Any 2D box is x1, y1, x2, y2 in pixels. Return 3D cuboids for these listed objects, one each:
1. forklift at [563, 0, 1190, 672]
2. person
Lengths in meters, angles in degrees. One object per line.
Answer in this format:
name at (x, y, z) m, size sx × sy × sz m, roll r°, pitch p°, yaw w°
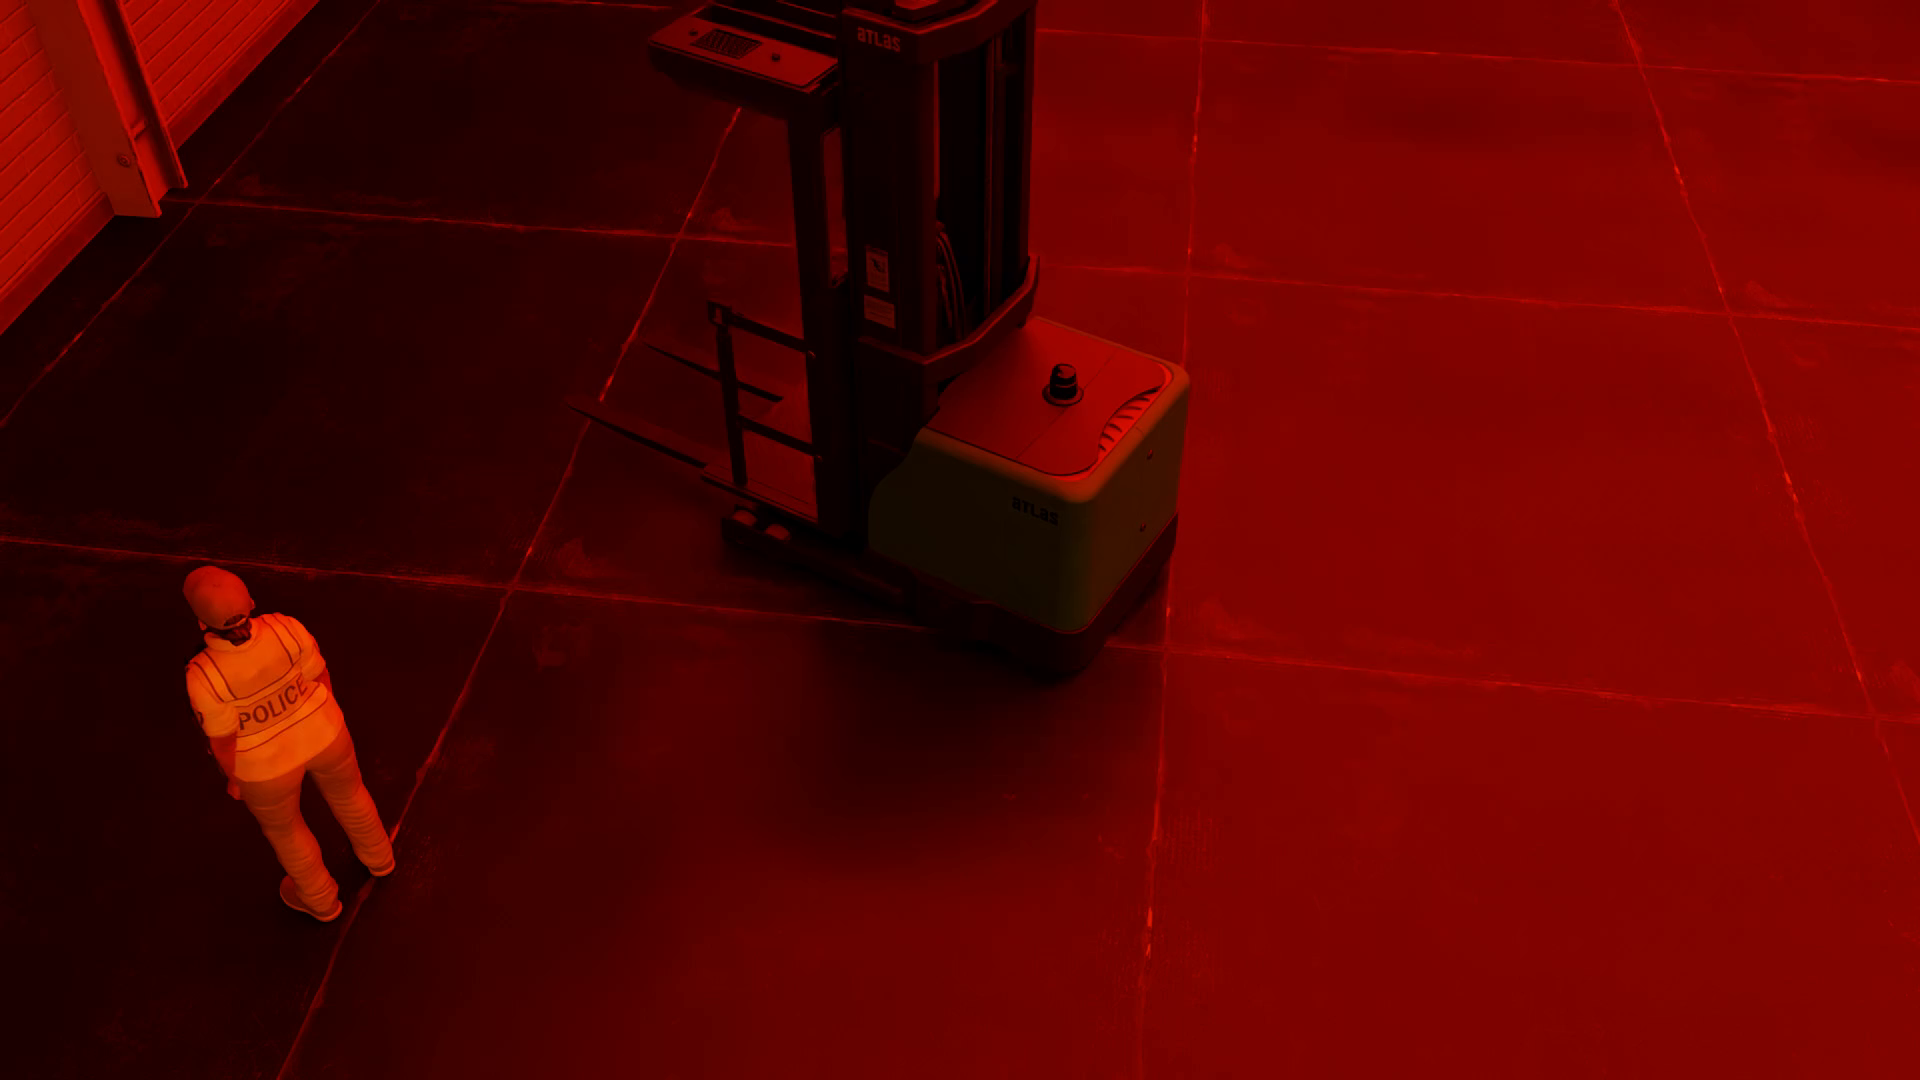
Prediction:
forklift at (-0.524, -1.268, 7.105) m, size 3.031 × 2.935 × 1.130 m, roll 23°, pitch 47°, yaw 23°
person at (-2.390, 0.718, 5.884) m, size 0.394 × 1.668 × 0.484 m, roll 30°, pitch 51°, yaw 29°
